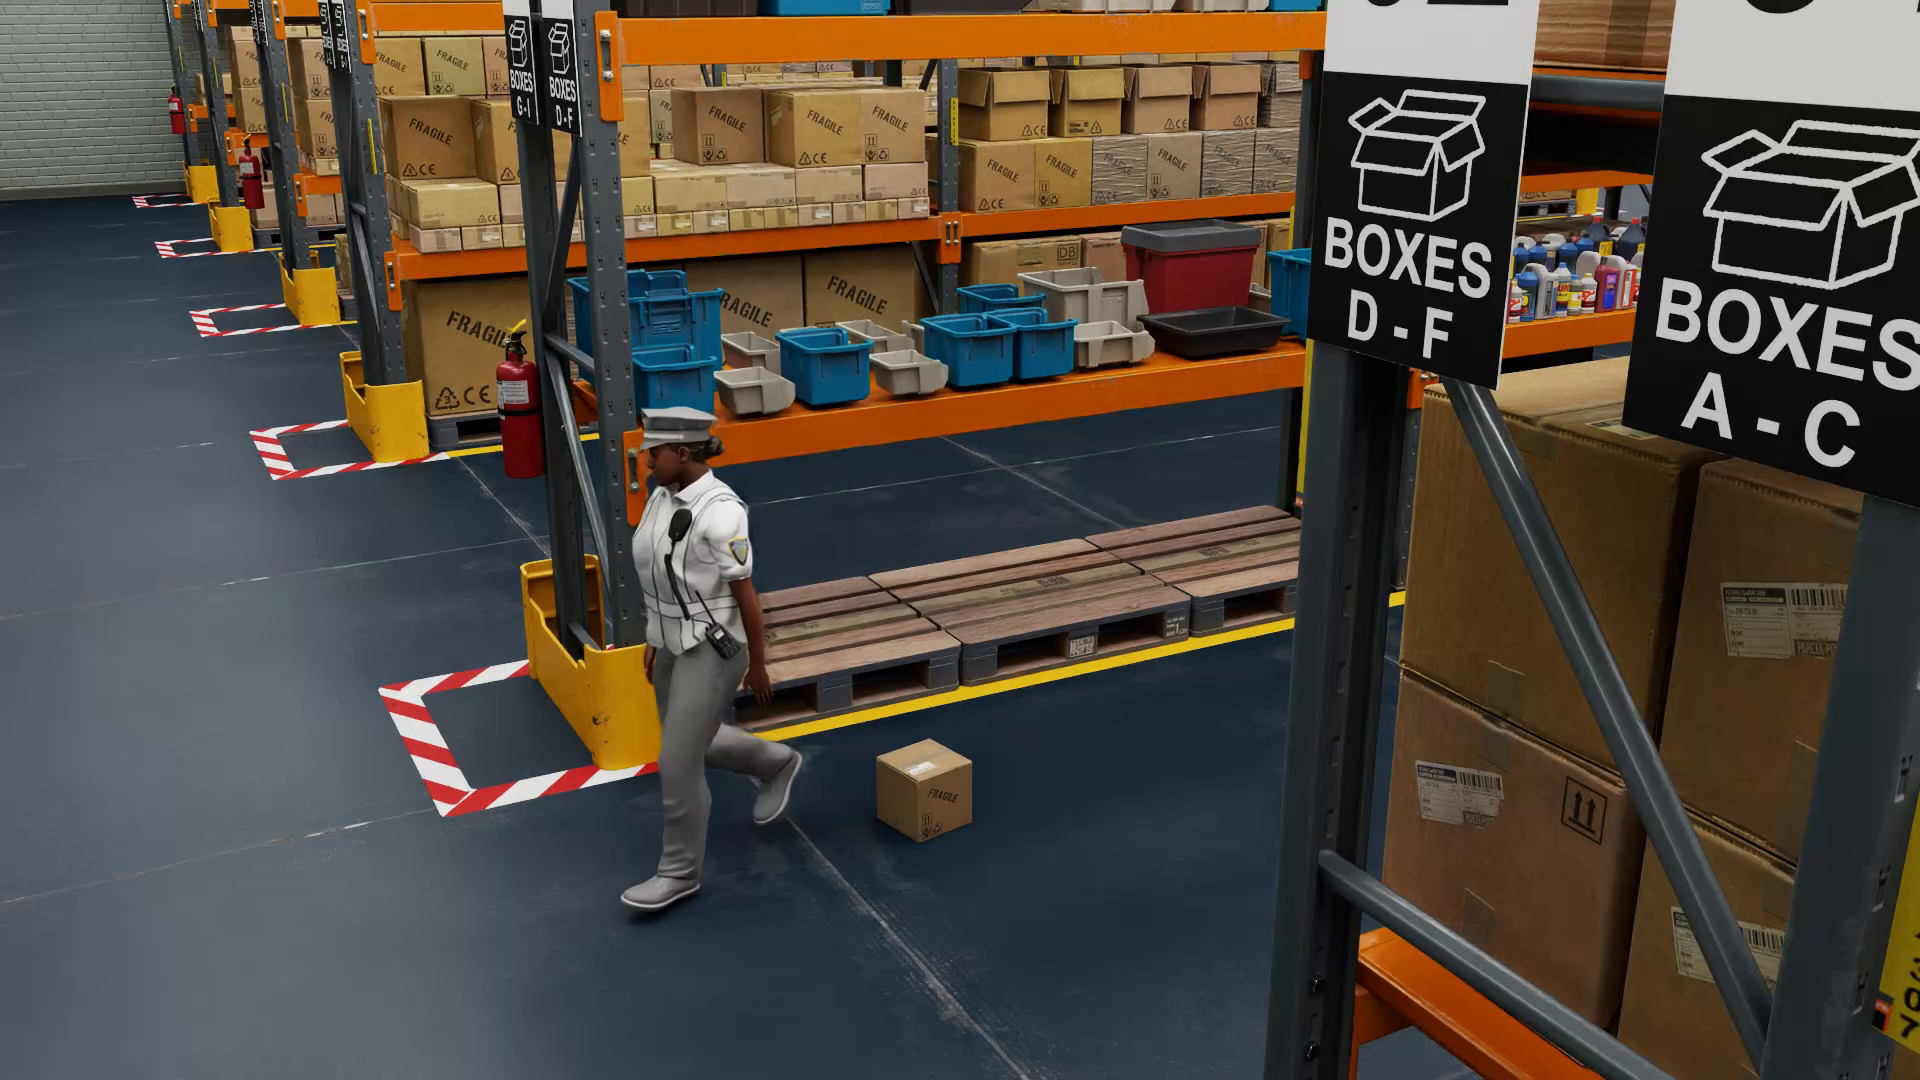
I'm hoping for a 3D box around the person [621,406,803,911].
[{"bbox_3d":[-0.843,0.351,5.516,0.847,1.626,0.479,-15,23,-37],"label":"person"}]
